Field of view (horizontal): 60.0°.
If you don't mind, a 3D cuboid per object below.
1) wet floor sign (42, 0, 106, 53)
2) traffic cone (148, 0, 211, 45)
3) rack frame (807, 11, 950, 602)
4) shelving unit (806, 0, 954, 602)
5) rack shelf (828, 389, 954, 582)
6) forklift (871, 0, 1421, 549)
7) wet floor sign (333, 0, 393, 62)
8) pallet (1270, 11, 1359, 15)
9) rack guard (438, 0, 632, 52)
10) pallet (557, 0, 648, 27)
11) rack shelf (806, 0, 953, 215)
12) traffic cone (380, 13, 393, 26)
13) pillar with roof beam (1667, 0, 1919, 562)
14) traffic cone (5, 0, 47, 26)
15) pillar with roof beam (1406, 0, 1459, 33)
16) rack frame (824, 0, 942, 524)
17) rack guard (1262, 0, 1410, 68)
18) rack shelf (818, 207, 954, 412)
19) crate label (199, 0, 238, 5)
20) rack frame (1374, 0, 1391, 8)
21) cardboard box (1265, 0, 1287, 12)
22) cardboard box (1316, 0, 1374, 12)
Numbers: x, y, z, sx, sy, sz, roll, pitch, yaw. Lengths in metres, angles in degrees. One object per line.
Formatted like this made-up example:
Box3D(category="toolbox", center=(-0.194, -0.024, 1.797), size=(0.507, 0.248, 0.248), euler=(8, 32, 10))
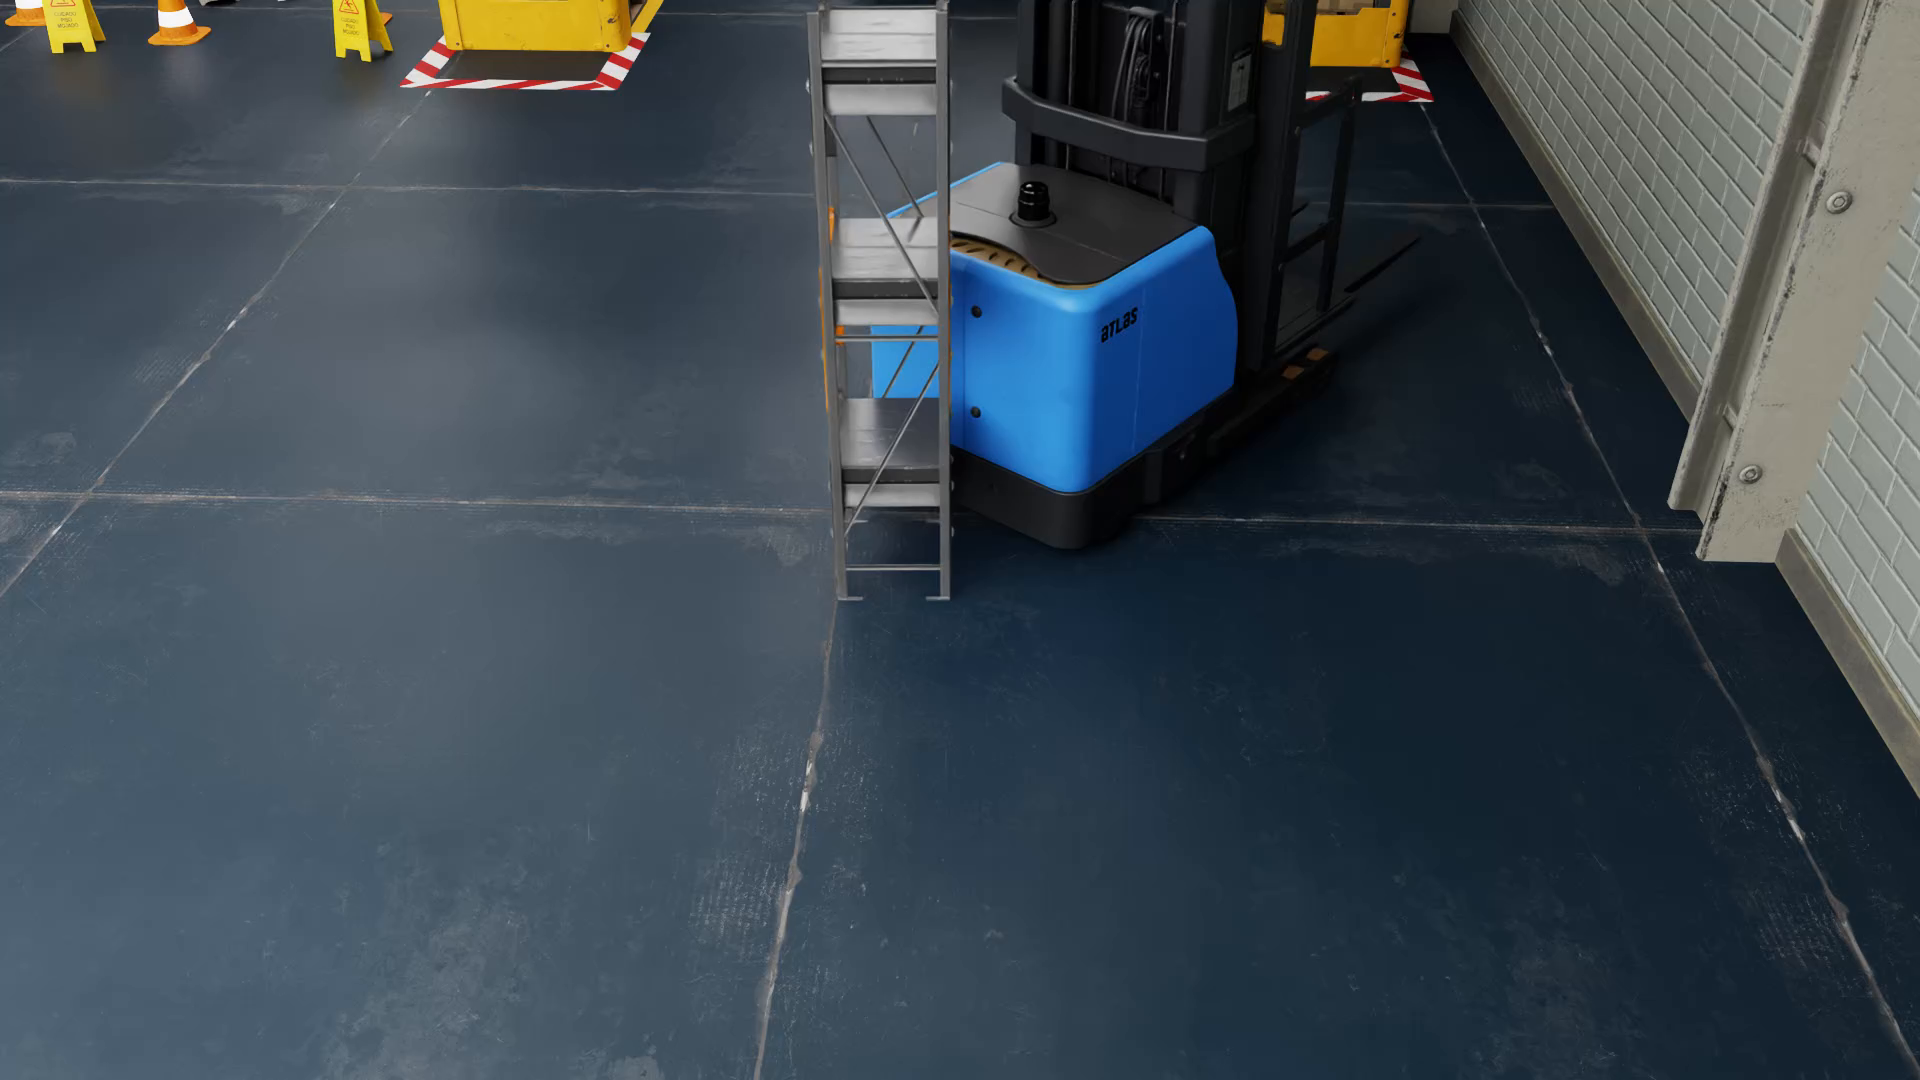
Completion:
Box3D(category="wet floor sign", center=(-5.726, -3.473, 10.630), size=(0.267, 0.644, 0.232), euler=(-4, 35, -6))
Box3D(category="traffic cone", center=(-5.147, -3.512, 10.844), size=(0.336, 0.463, 0.334), euler=(1, 35, 2))
Box3D(category="rack frame", center=(-0.235, -0.644, 5.340), size=(0.400, 2.100, 0.015), euler=(0, 35, 0))
Box3D(category="shelving unit", center=(-0.237, -0.784, 5.539), size=(0.431, 2.100, 0.503), euler=(0, 35, 0))
Box3D(category="rack shelf", center=(-0.237, -0.200, 5.950), size=(0.431, 0.518, 0.480), euler=(0, 35, 0))
Box3D(category="forklift", center=(0.979, -1.941, 6.463), size=(1.130, 2.935, 3.031), euler=(26, 42, 32))
Box3D(category="wet floor sign", center=(-3.830, -3.395, 10.519), size=(0.267, 0.644, 0.232), euler=(13, 37, 18))
Box3D(category="pallet", center=(2.196, -3.629, 11.230), size=(1.003, 0.211, 1.213), euler=(1, 35, 2))
Box3D(category="rack guard", center=(-2.750, -3.463, 10.743), size=(1.175, 0.500, 0.348), euler=(1, 35, 2))
Box3D(category="pallet", center=(-2.682, -3.811, 11.489), size=(1.003, 0.211, 1.213), euler=(1, 35, 2))
Box3D(category="rack shelf", center=(-0.237, -1.345, 5.145), size=(0.431, 0.518, 0.480), euler=(0, 35, 0))
Box3D(category="traffic cone", center=(-4.025, -3.681, 11.086), size=(0.336, 0.463, 0.334), euler=(1, 35, 2))
Box3D(category="pillar with roof beam", center=(-1.407, -3.816, 3.853), size=(9.100, 9.000, 0.400), euler=(1, 35, 2))
Box3D(category="traffic cone", center=(-6.263, -3.733, 11.159), size=(0.336, 0.463, 0.334), euler=(1, 35, 2))
Box3D(category="pillar with roof beam", center=(-1.166, -7.263, 8.758), size=(9.100, 9.000, 0.400), euler=(1, 35, 2))
Box3D(category="rack frame", center=(-0.240, -0.924, 5.739), size=(0.400, 2.100, 0.015), euler=(0, 35, 0))
Box3D(category="rack guard", center=(2.206, -3.293, 10.501), size=(1.175, 0.500, 0.348), euler=(1, 35, 2))
Box3D(category="rack shelf", center=(-0.237, -0.773, 5.547), size=(0.431, 0.518, 0.480), euler=(0, 35, 0))
Box3D(category="crate label", center=(-5.178, -3.831, 11.582), size=(0.250, 0.136, 0.298), euler=(-17, 38, -22))
Box3D(category="rack frame", center=(2.207, -4.330, 9.802), size=(1.000, 3.000, 0.127), euler=(1, 35, 2))
Box3D(category="cardboard box", center=(1.910, -3.654, 10.866), size=(0.500, 0.250, 0.500), euler=(2, 35, 2))
Box3D(category="cardboard box", center=(2.422, -3.654, 10.867), size=(0.500, 0.250, 0.500), euler=(1, 35, 2))
